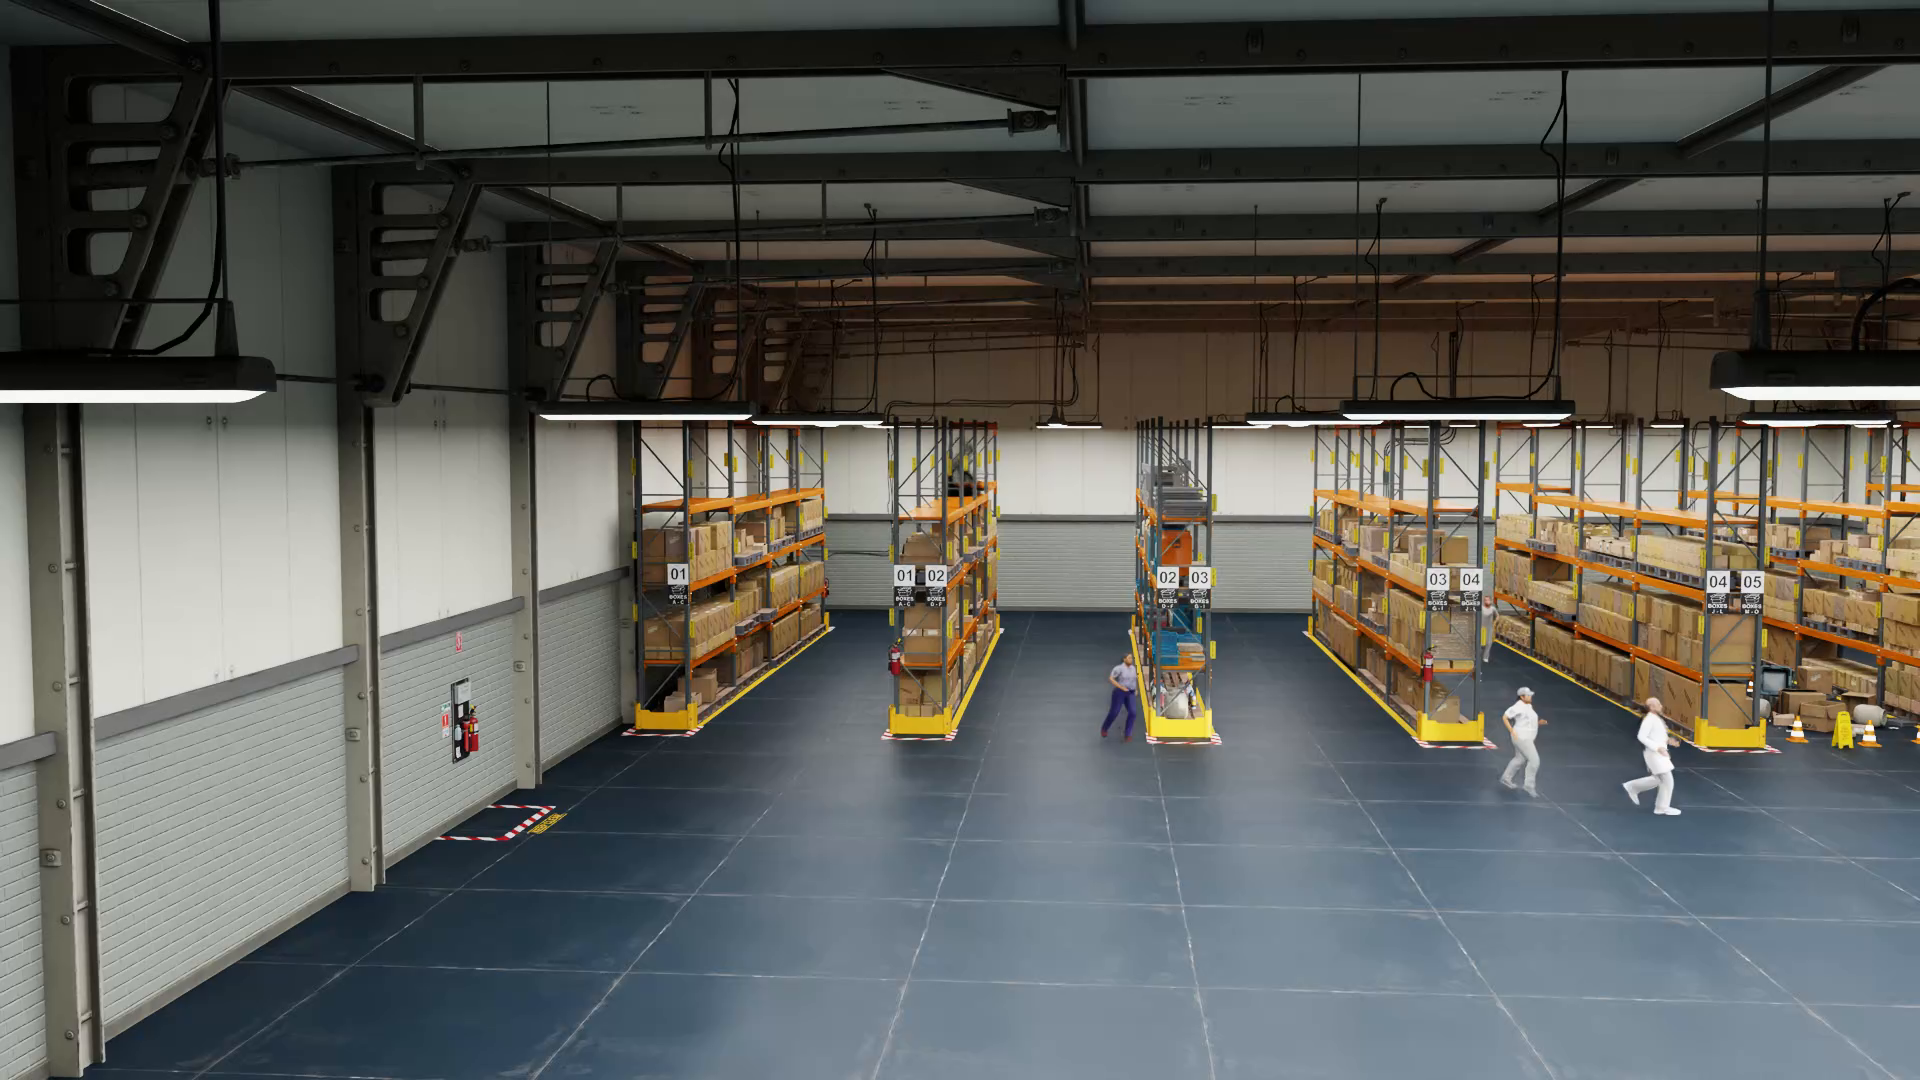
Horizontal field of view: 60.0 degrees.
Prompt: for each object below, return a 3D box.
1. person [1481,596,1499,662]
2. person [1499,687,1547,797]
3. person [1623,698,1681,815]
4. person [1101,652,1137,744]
[{"bbox_3d":[13.156,2.210,41.475,0.561,1.641,0.611,1,4,9],"label":"person"},{"bbox_3d":[8.868,3.183,26.282,0.698,1.732,0.577,2,4,34],"label":"person"},{"bbox_3d":[10.368,3.226,24.894,0.832,1.736,0.716,2,4,30],"label":"person"},{"bbox_3d":[3.036,2.911,30.813,0.700,1.676,0.776,-2,4,-26],"label":"person"}]
